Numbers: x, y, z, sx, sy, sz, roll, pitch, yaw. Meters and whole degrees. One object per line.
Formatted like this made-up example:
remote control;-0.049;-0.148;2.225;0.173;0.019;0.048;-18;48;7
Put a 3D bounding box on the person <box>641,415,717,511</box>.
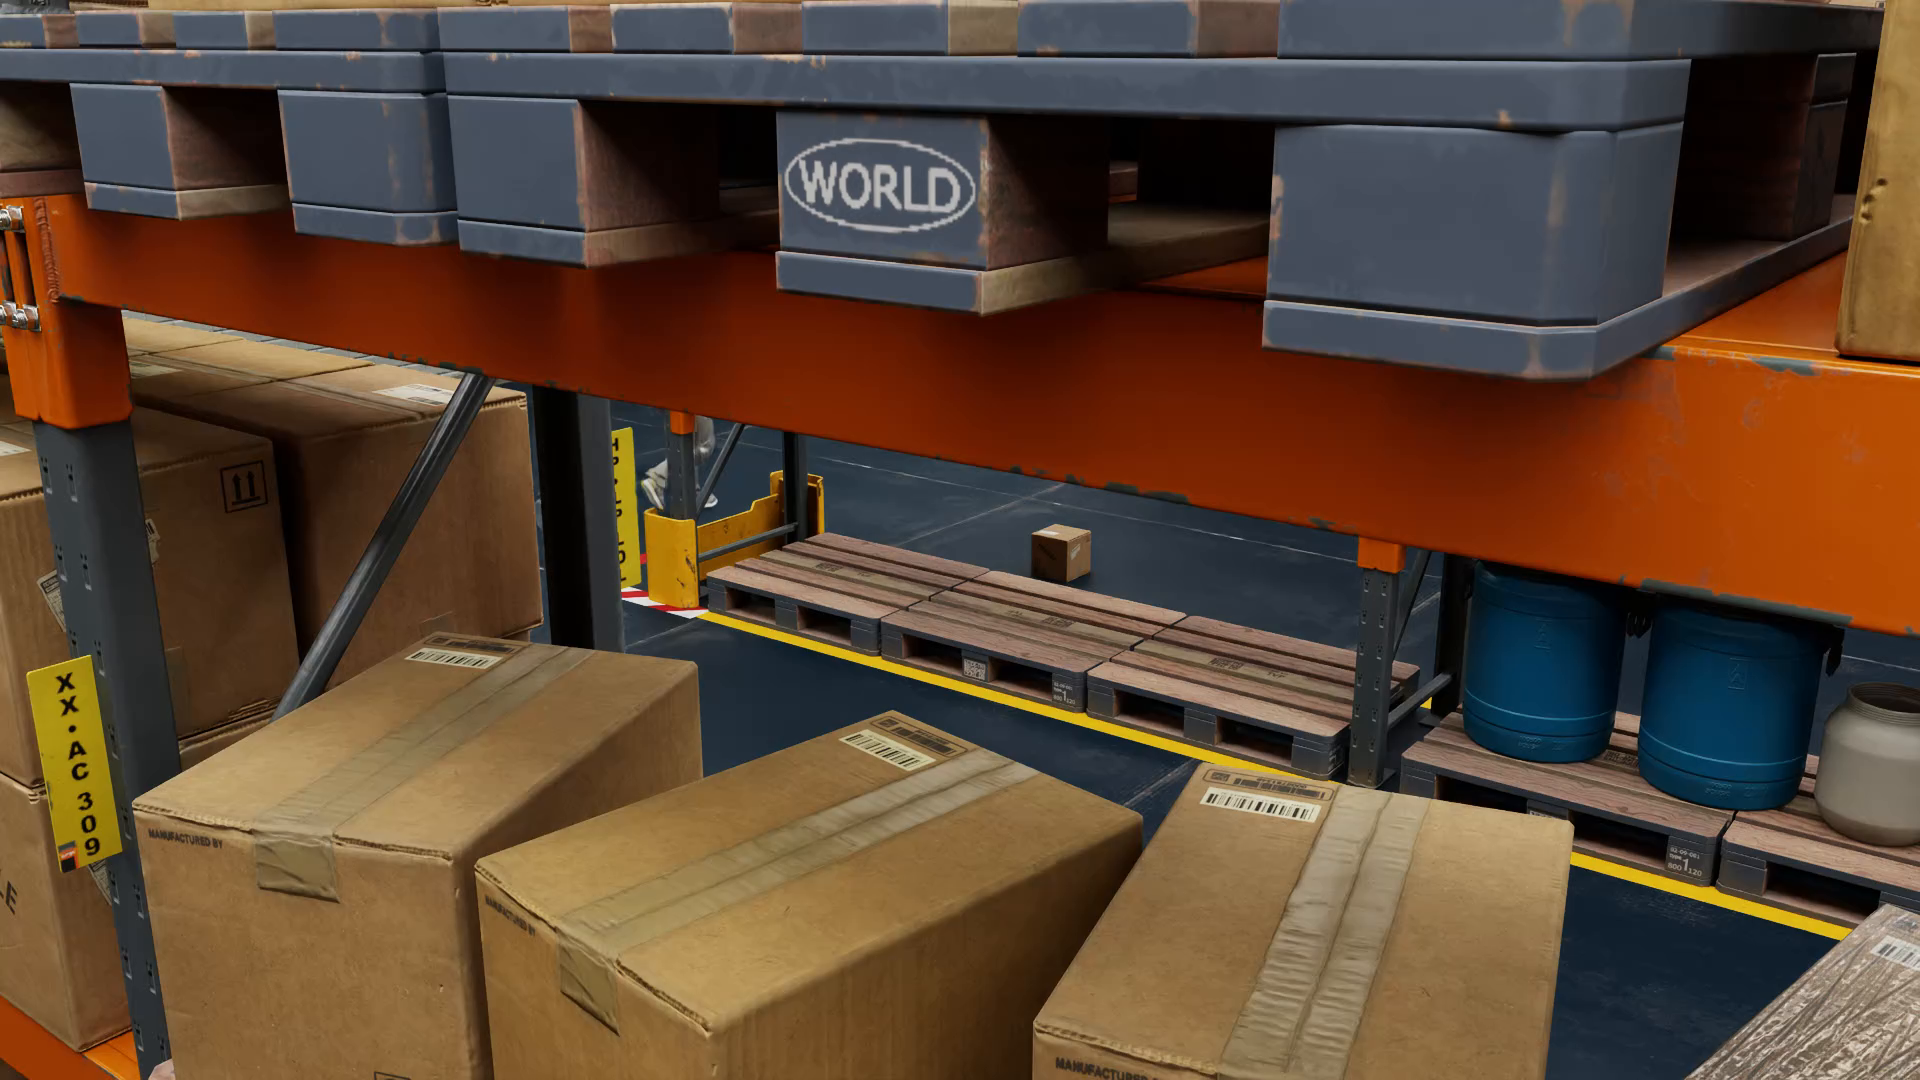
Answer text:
person;-1.790;-0.910;10.521;0.630;1.570;0.499;-14;22;-38
